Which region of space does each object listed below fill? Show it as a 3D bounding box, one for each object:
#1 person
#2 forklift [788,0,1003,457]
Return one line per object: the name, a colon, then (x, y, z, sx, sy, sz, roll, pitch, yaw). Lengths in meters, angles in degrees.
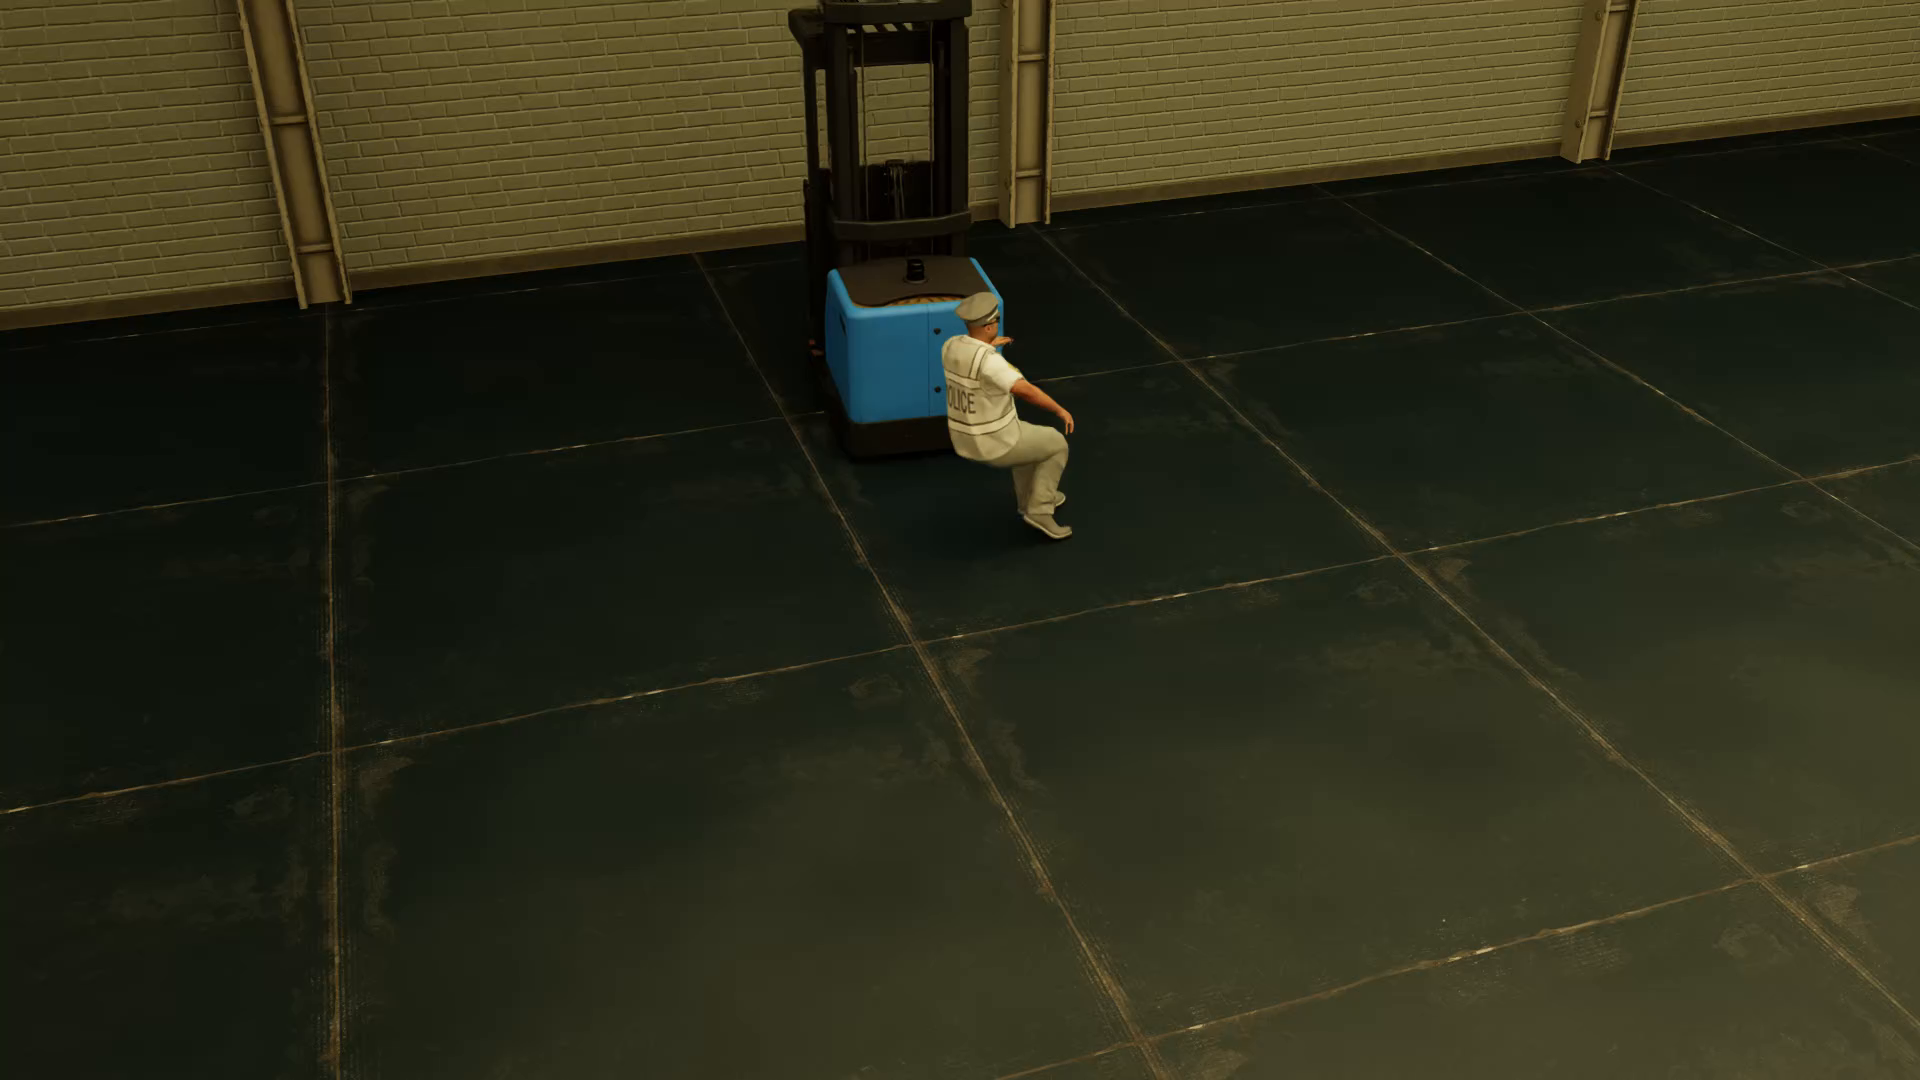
person: (0.333, -0.753, 9.795, 0.871, 1.537, 0.980, -26, 39, -37)
forklift: (-0.538, -2.533, 11.489, 1.130, 2.935, 3.031, -7, 31, -11)
